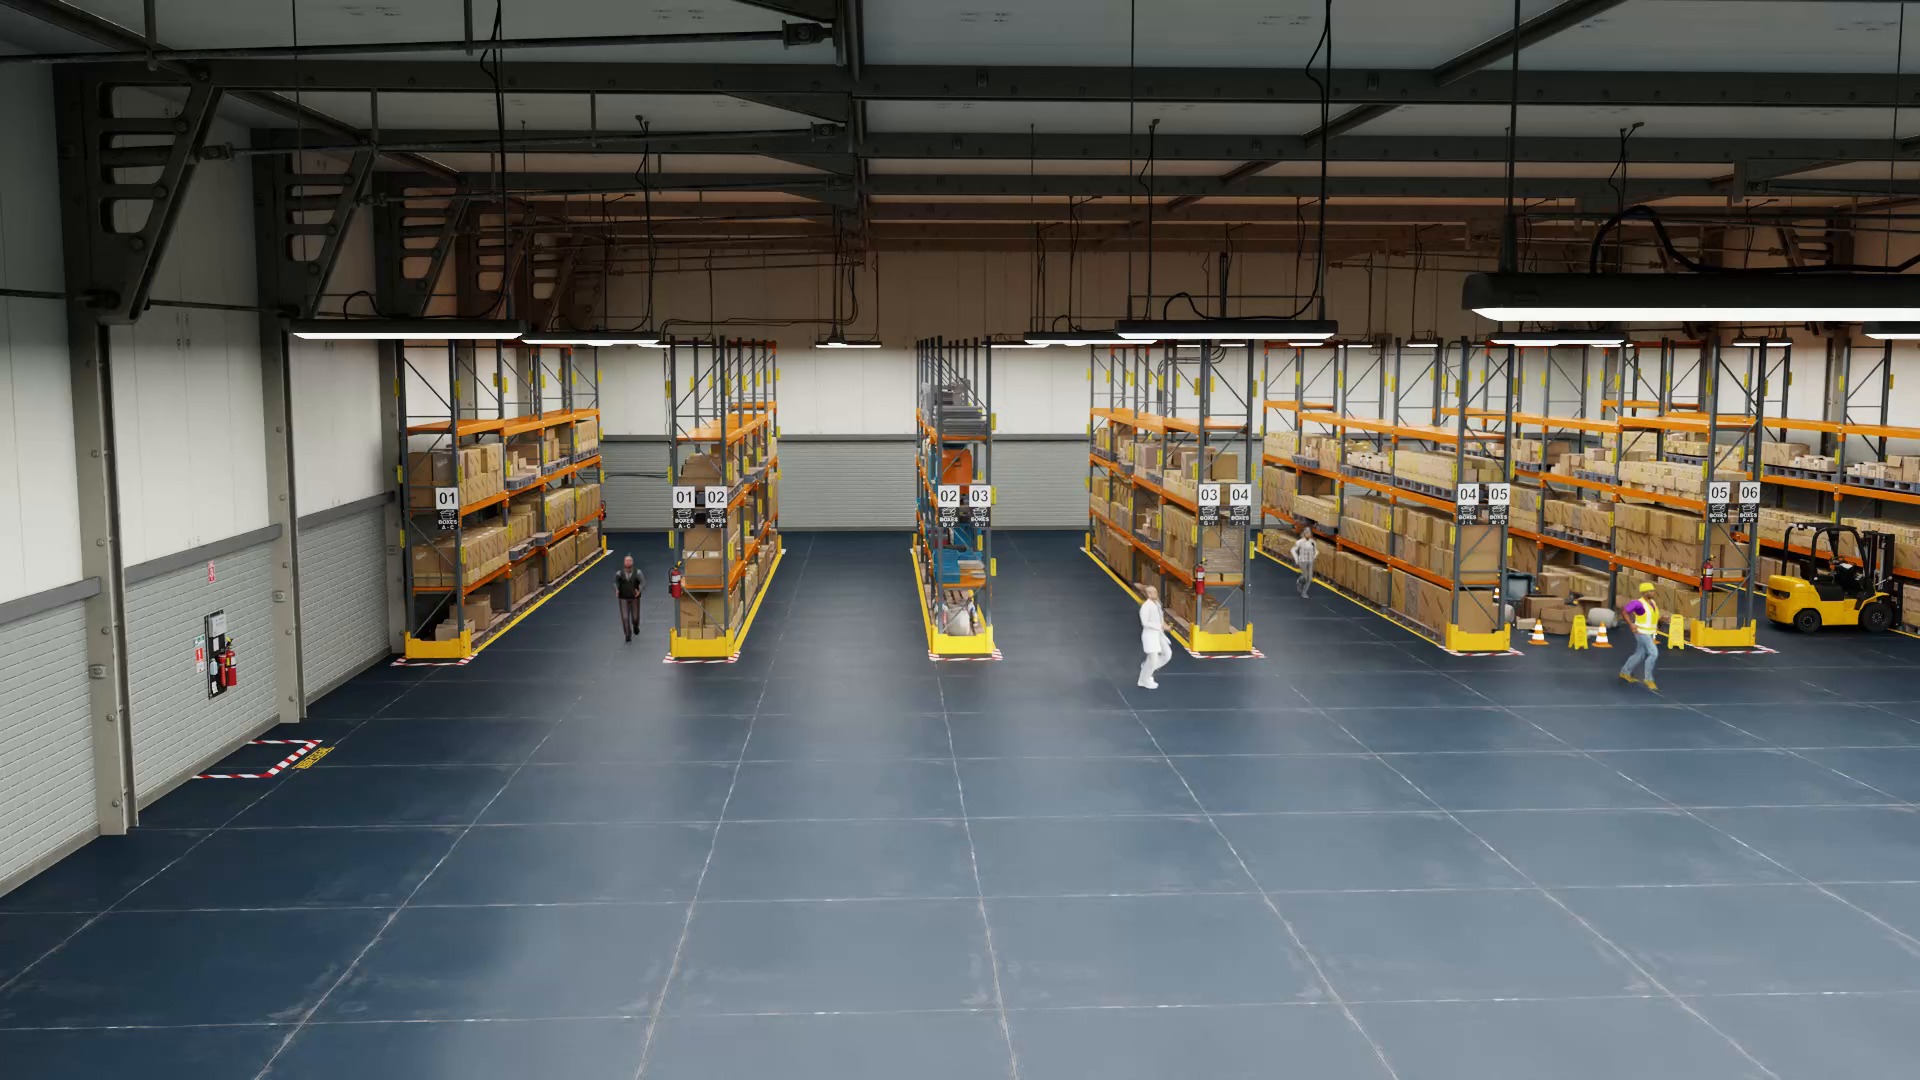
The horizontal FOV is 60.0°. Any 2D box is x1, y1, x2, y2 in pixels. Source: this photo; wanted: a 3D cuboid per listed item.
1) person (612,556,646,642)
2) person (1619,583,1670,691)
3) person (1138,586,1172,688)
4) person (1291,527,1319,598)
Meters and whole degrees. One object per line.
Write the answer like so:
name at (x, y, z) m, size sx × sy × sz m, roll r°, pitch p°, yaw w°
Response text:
person at (-6.552, 1.157, 32.915) m, size 0.659 × 1.673 × 0.614 m, roll -1°, pitch 7°, yaw -7°
person at (11.665, 1.635, 28.363) m, size 0.788 × 1.832 × 0.674 m, roll 6°, pitch 9°, yaw 44°
person at (3.329, 1.648, 28.297) m, size 0.631 × 1.739 × 0.695 m, roll 4°, pitch 8°, yaw 33°
person at (8.025, 0.523, 38.586) m, size 0.563 × 1.656 × 0.540 m, roll -1°, pitch 7°, yaw -10°
